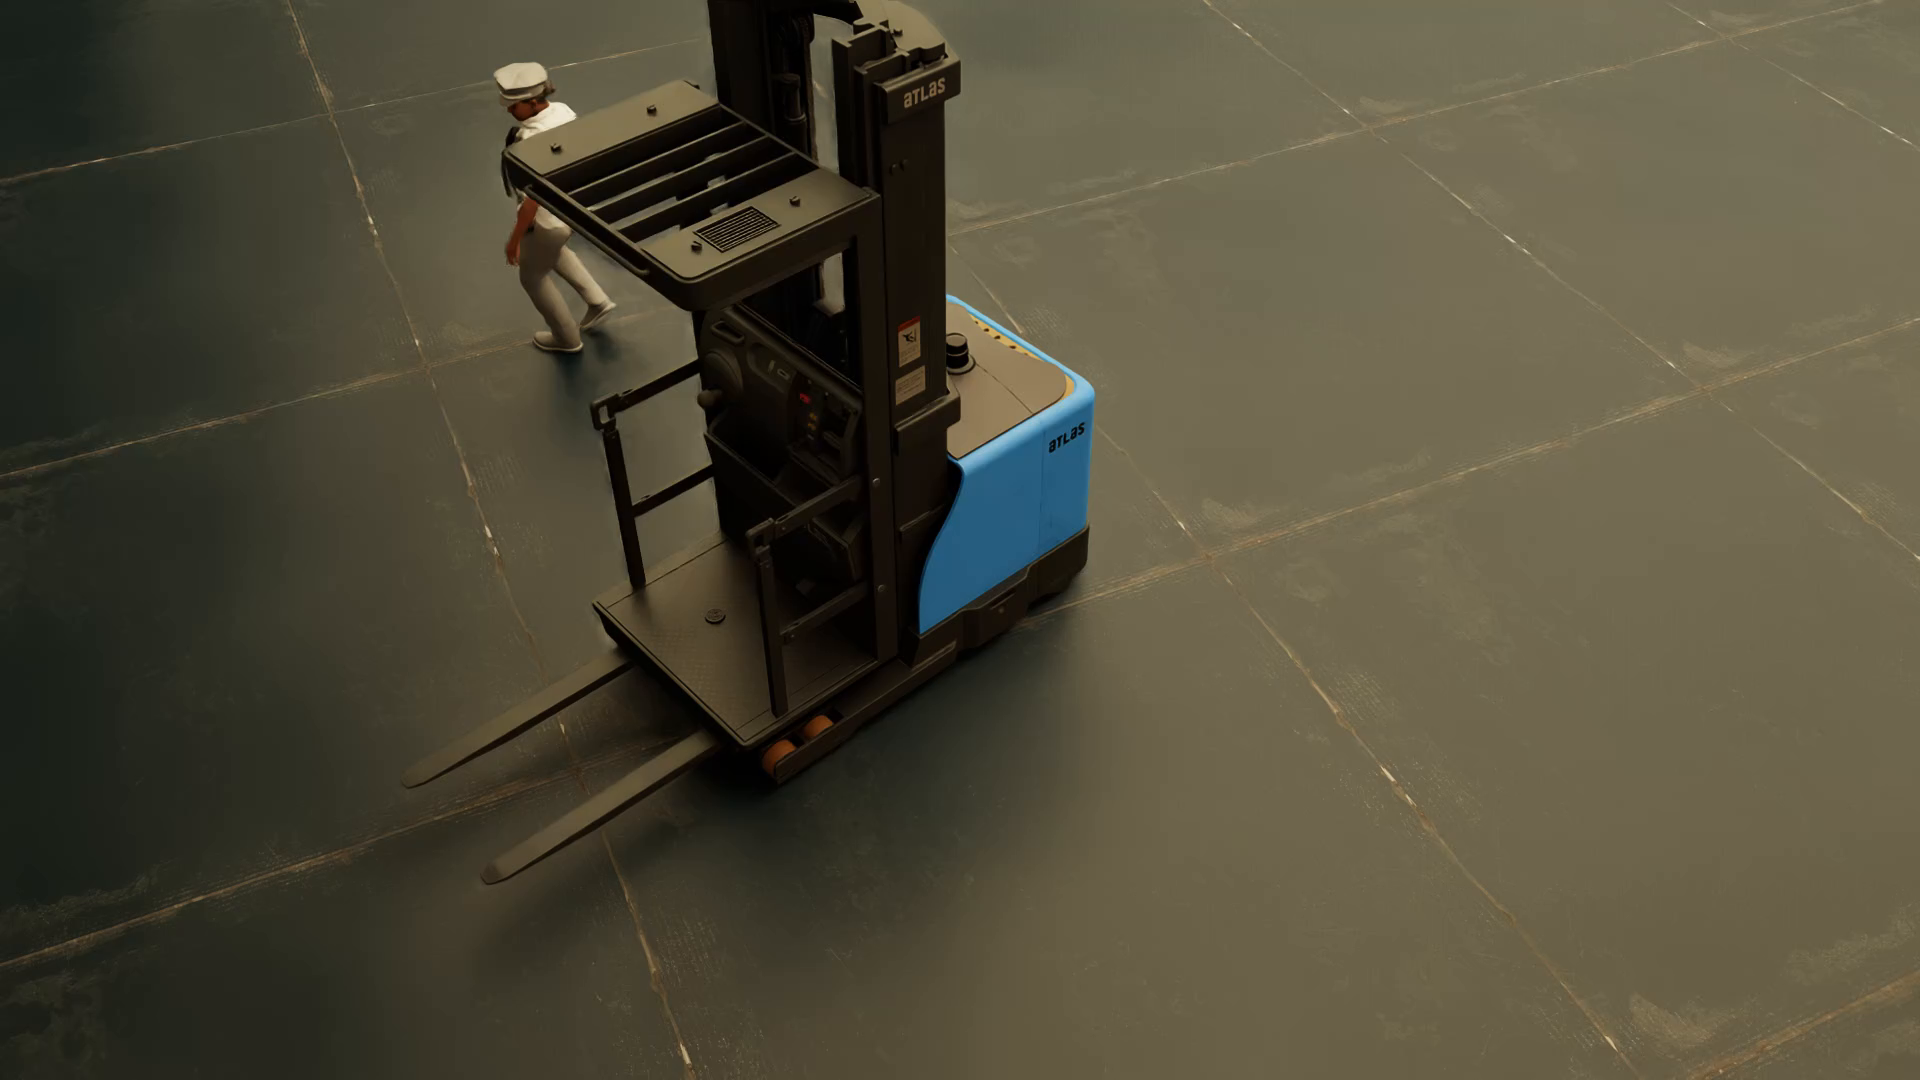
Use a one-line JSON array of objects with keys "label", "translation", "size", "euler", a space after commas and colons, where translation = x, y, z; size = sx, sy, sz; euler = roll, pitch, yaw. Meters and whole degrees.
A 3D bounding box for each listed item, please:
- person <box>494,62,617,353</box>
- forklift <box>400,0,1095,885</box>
[{"label": "person", "translation": [-2.118, -1.622, 8.381], "size": [0.453, 1.629, 0.685], "euler": [15, 45, 16]}, {"label": "forklift", "translation": [-0.847, -0.498, 6.213], "size": [3.031, 2.935, 1.130], "euler": [-32, 52, -29]}]
